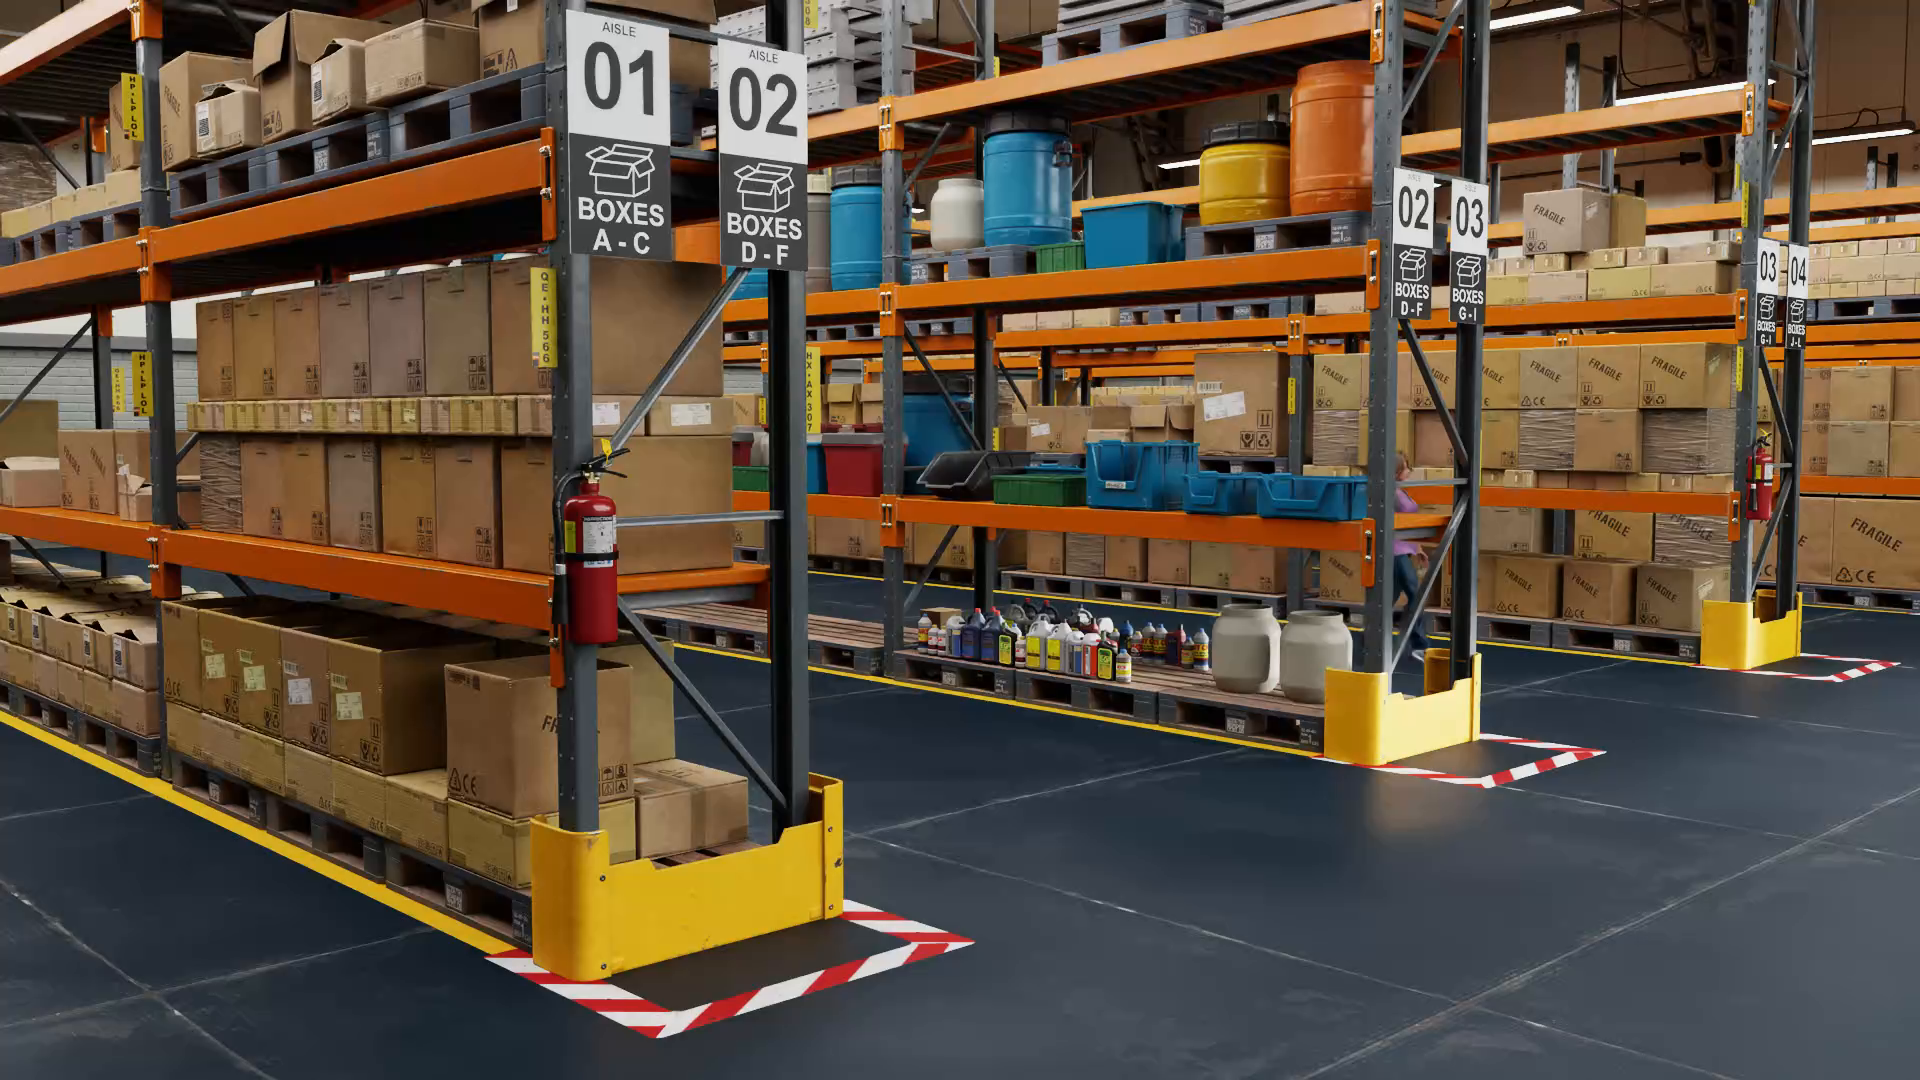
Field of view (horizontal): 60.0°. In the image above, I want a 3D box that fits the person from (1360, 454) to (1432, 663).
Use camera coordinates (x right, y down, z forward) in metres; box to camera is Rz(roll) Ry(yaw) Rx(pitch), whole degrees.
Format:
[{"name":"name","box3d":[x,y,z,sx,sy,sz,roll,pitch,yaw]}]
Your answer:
[{"name":"person","box3d":[3.415,0.150,12.788,0.667,1.628,0.454,2,5,27]}]
